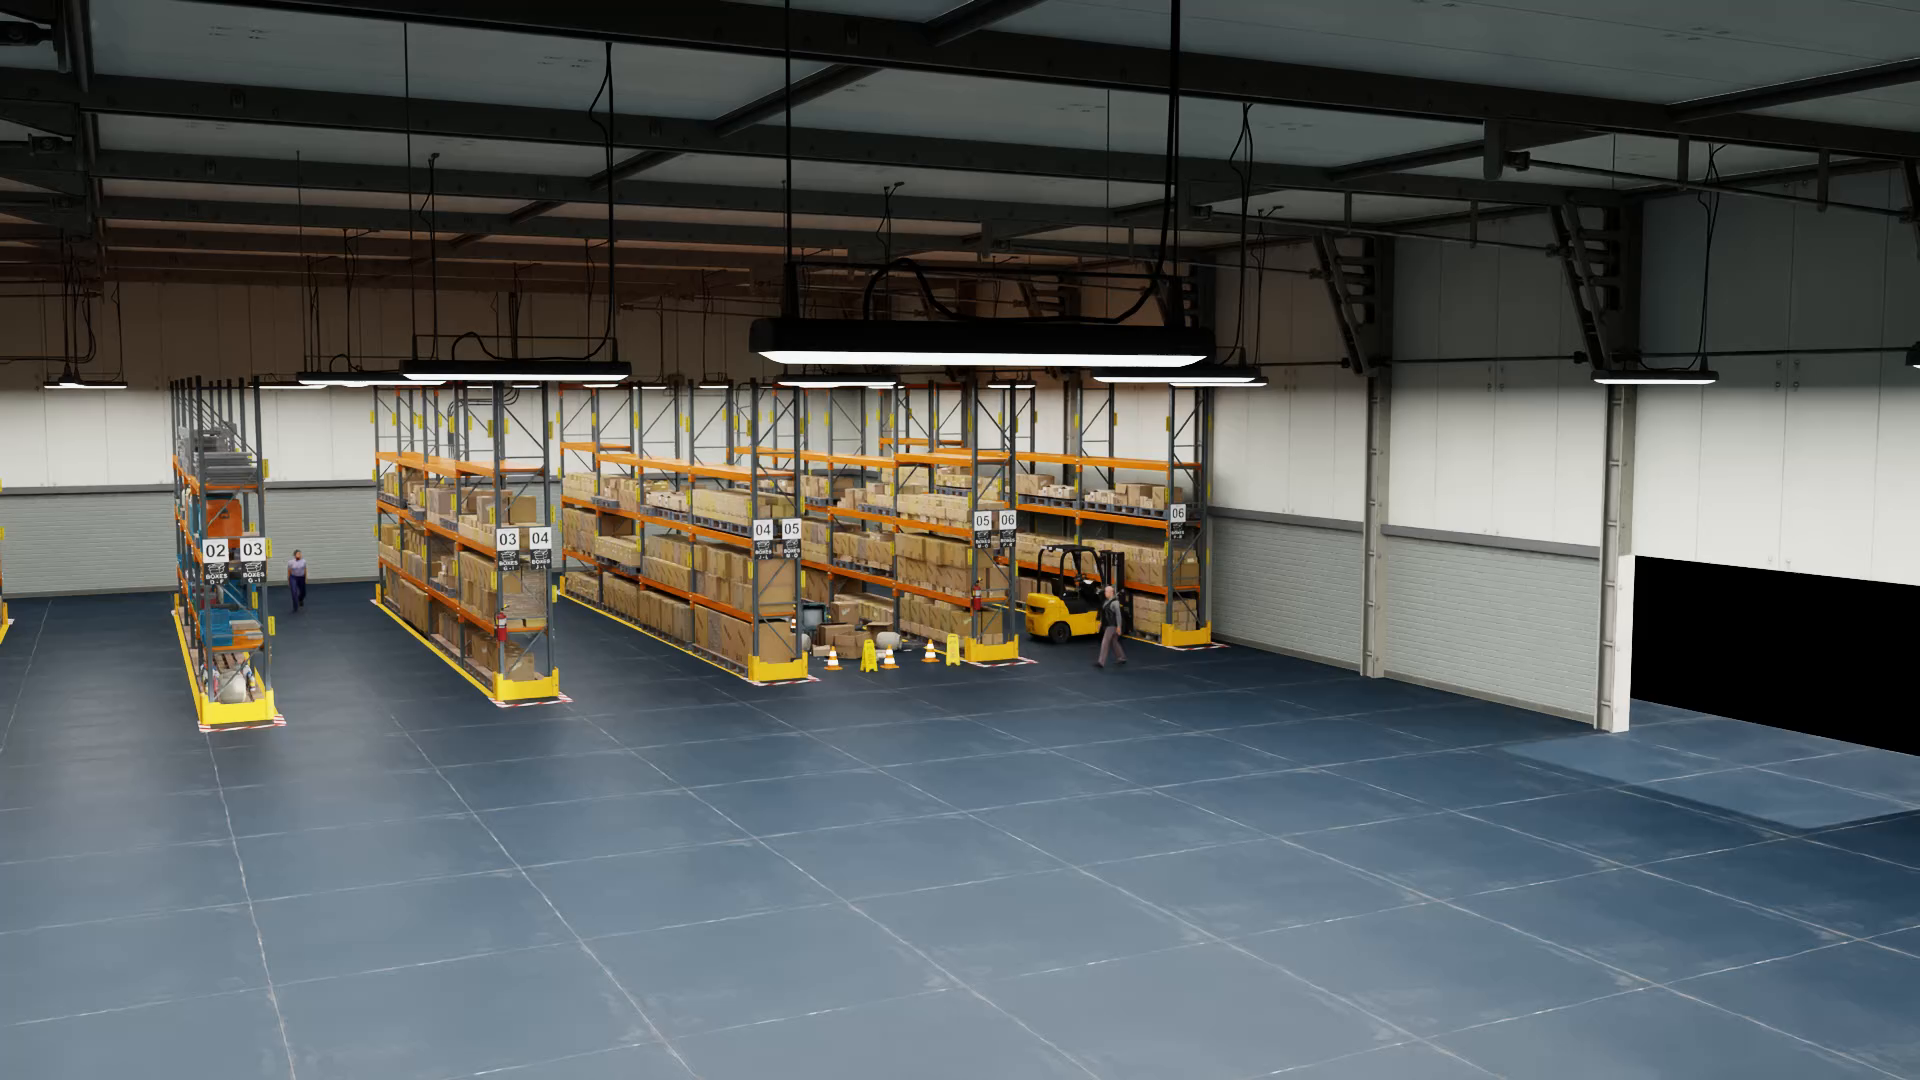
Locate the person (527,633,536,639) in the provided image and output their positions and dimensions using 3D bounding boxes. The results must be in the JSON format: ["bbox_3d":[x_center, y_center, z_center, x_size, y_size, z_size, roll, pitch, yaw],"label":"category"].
[{"bbox_3d":[-10.047,1.404,39.018,0.566,1.760,0.765,-4,6,-36],"label":"person"}]

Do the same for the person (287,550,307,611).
[{"bbox_3d":[-17.381,1.033,43.599,0.479,1.601,0.857,-3,6,-29],"label":"person"}]

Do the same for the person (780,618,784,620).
[{"bbox_3d":[-4.490,1.204,40.727,0.628,1.766,0.546,-3,6,-31],"label":"person"}]

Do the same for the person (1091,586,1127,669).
[{"bbox_3d":[3.083,1.805,34.593,0.899,1.696,0.538,-1,5,-14],"label":"person"}]
